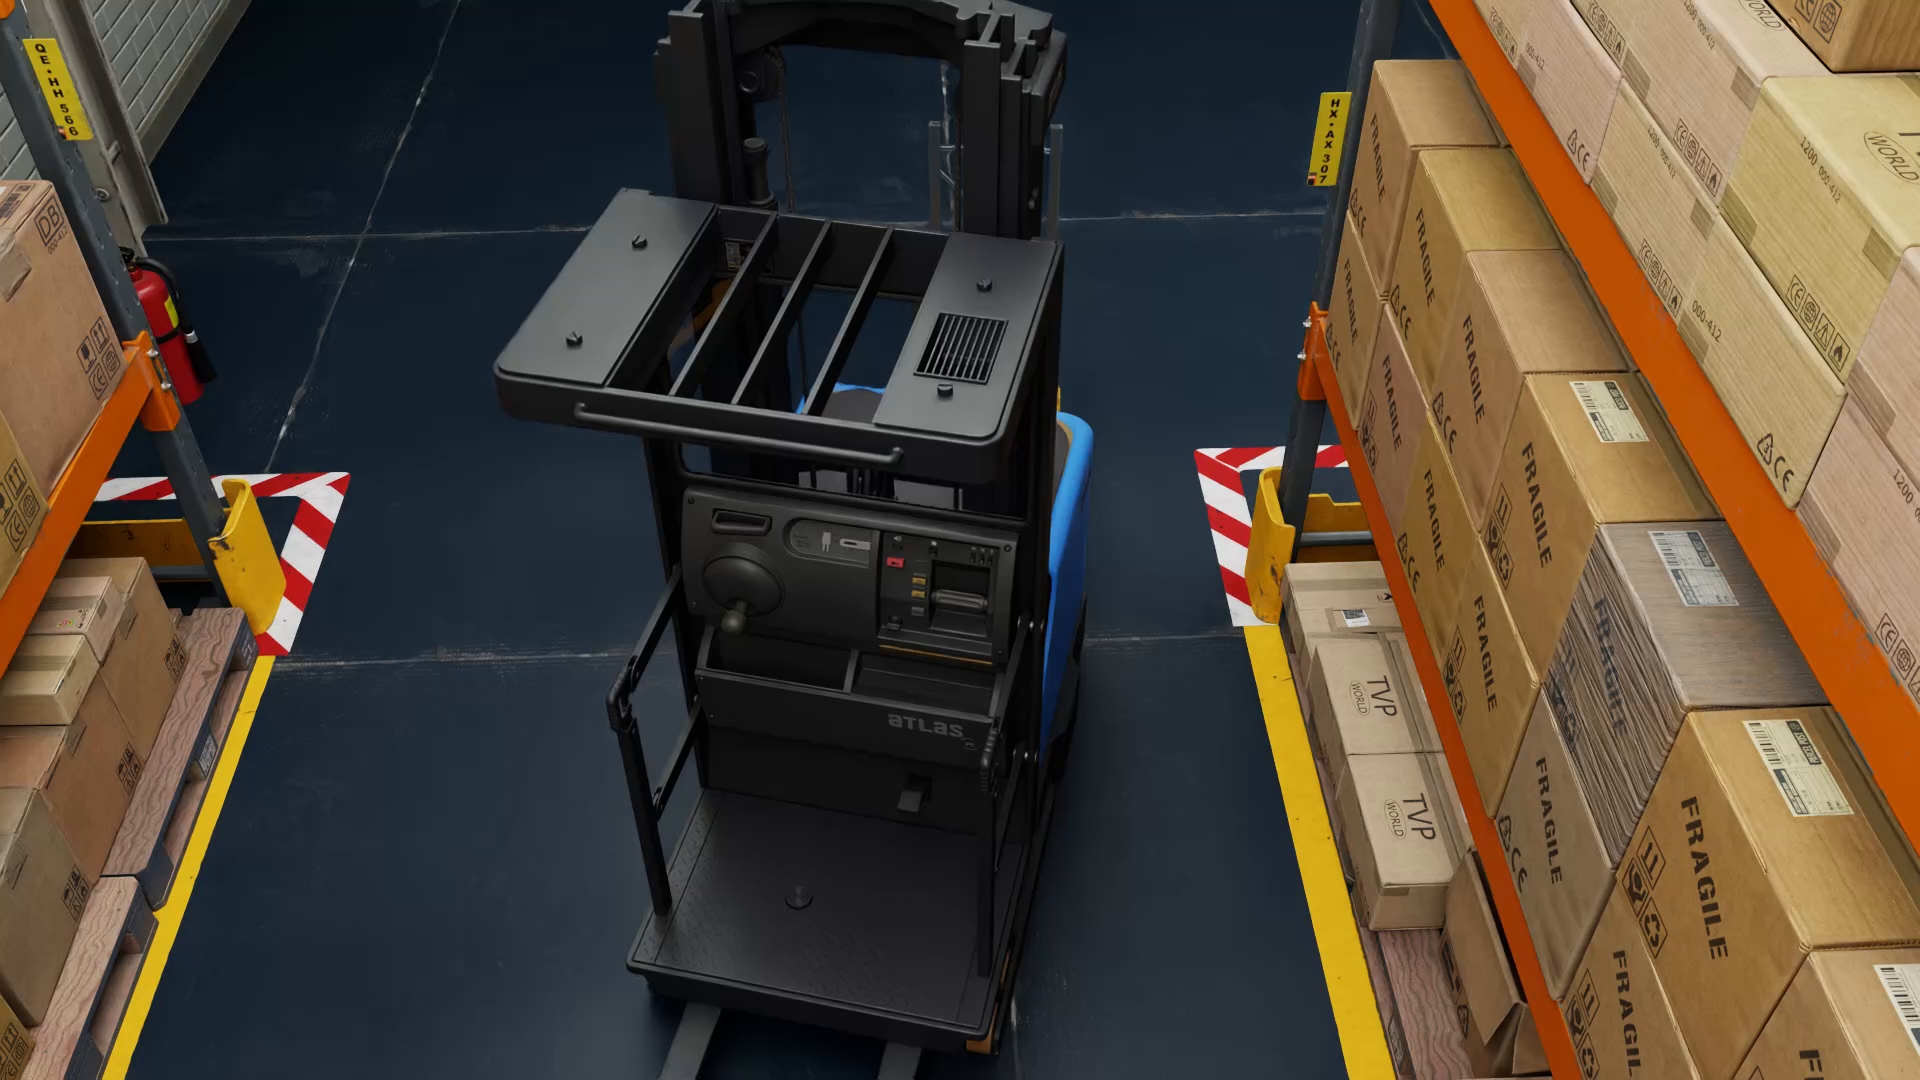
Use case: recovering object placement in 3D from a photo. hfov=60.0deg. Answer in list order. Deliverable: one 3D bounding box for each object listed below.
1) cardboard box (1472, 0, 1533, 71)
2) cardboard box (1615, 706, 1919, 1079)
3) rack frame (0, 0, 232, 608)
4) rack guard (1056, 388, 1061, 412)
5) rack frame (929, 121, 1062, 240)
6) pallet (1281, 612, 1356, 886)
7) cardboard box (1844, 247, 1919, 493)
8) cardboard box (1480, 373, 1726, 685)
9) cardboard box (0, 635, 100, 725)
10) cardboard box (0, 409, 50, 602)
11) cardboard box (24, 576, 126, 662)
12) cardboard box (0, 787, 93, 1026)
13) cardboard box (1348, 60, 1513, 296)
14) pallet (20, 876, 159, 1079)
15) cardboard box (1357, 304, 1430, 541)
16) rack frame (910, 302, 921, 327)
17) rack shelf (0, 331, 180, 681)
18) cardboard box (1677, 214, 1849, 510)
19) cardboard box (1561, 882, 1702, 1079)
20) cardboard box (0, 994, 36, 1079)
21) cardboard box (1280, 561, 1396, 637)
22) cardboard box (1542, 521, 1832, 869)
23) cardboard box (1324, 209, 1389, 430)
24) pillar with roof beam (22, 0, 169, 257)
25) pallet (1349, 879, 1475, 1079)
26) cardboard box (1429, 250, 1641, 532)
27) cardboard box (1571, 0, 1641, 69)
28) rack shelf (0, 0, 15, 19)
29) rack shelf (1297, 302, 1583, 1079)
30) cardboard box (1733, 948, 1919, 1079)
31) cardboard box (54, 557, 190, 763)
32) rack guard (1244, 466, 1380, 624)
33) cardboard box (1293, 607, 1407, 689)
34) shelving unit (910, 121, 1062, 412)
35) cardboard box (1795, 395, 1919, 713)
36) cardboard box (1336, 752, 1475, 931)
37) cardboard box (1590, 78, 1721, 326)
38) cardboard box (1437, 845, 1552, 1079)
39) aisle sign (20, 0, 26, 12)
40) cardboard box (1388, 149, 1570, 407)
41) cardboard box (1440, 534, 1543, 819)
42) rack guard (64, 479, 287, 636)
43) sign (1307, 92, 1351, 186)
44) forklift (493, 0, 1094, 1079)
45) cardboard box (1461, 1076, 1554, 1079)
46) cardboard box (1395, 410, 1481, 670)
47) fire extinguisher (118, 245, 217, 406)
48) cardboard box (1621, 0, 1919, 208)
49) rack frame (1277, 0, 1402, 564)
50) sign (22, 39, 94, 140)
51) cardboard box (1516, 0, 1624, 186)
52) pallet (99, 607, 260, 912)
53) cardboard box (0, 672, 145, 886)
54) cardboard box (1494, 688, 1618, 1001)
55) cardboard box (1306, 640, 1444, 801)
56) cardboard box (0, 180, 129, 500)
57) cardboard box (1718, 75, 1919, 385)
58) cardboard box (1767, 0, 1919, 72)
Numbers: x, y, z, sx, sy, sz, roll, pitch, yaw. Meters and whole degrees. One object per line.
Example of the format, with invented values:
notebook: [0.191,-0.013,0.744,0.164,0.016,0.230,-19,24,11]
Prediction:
cardboard box: [1.491,-1.324,3.865,0.500,0.250,0.500,-2,43,-2]
cardboard box: [1.580,0.650,3.007,0.500,0.500,0.500,-2,43,-3]
rack frame: [-3.234,-0.820,5.425,1.000,3.000,0.127,-2,43,-2]
rack guard: [0.133,-0.539,7.153,0.587,0.250,0.087,2,43,2]
rack frame: [0.133,-1.001,6.732,0.500,1.500,0.032,2,43,2]
pallet: [1.753,0.652,5.882,1.003,0.211,1.213,-2,43,-2]
cardboard box: [1.575,-0.158,2.223,0.500,0.250,0.500,-2,43,-2]
cardboard box: [1.539,-0.030,3.749,0.500,0.500,0.500,-2,43,-2]
cardboard box: [-2.906,0.431,5.119,0.380,0.149,0.250,-1,43,-1]
cardboard box: [-3.161,-0.096,4.413,0.980,0.700,0.700,-2,43,-2]
cardboard box: [-2.917,0.258,5.307,0.380,0.149,0.250,-2,43,-2]
cardboard box: [-3.061,1.093,4.877,0.700,0.500,0.500,-3,43,-3]
cardboard box: [1.470,-1.063,4.876,0.500,0.500,0.500,0,43,0]
pallet: [-3.073,1.567,4.885,1.003,0.211,1.213,-2,43,-2]
cardboard box: [1.497,-0.347,4.834,0.500,0.500,0.500,-2,43,-2]
rack frame: [0.084,-0.315,5.984,0.500,1.500,0.032,2,43,2]
rack shelf: [-3.149,0.795,4.195,1.077,0.370,4.000,-2,43,-2]
cardboard box: [1.558,-0.311,2.761,0.500,0.250,0.500,-2,43,-2]
cardboard box: [1.584,1.020,3.343,0.500,0.500,0.500,-1,43,-1]
cardboard box: [-3.031,1.453,4.484,0.700,0.500,0.500,-1,43,-1]
cardboard box: [1.389,0.216,6.079,0.380,0.149,0.250,-2,43,-2]
cardboard box: [1.559,0.310,3.378,0.500,0.500,0.500,-1,43,-1]
cardboard box: [1.470,-0.695,5.214,0.500,0.500,0.500,-1,43,-1]
pillar with roof beam: [0.088,-4.953,5.494,9.100,9.000,0.400,-2,43,-2]
pallet: [1.802,1.474,4.986,1.003,0.211,1.213,-2,43,-2]
cardboard box: [1.516,-0.373,4.123,0.500,0.500,0.500,-1,43,-1]
cardboard box: [1.518,-1.171,3.328,0.500,0.250,0.500,-2,43,-2]
rack shelf: [-3.149,-0.311,3.182,1.077,0.370,4.000,-2,43,-2]
rack shelf: [1.800,0.650,4.353,1.077,0.370,4.000,-2,43,-2]
cardboard box: [1.605,0.996,2.630,0.500,0.500,0.500,-1,43,-2]
cardboard box: [-3.105,0.416,5.616,0.700,0.500,0.500,-2,43,-2]
rack guard: [1.718,0.008,6.372,1.175,0.500,0.348,-2,43,-2]
cardboard box: [1.400,0.378,5.888,0.380,0.166,0.250,-2,43,-2]
shelving unit: [0.109,-0.664,6.364,0.587,1.500,1.083,2,43,2]
cardboard box: [1.588,0.026,2.393,0.500,0.250,0.500,-2,43,-2]
cardboard box: [1.497,0.937,5.218,0.500,0.250,0.500,-2,43,-2]
cardboard box: [1.541,-0.649,3.129,0.500,0.250,0.500,-2,43,-2]
cardboard box: [1.800,1.225,4.715,0.797,0.503,0.637,-2,43,-2]
aisle sign: [-2.938,-1.836,4.609,0.394,0.787,0.004,-2,43,-2]
cardboard box: [1.500,-0.711,4.492,0.500,0.500,0.500,-1,43,-1]
cardboard box: [1.535,0.330,4.096,0.500,0.500,0.500,-1,43,-1]
rack guard: [-3.235,0.085,6.288,1.175,0.500,0.348,-2,43,-2]
sign: [1.173,-1.269,5.273,0.100,0.325,0.005,-2,43,-2]
forklift: [-0.353,0.191,4.373,1.130,2.935,3.031,9,43,9]
cardboard box: [1.545,1.681,4.360,0.500,0.311,0.500,-2,43,-2]
cardboard box: [1.516,-0.008,4.465,0.500,0.500,0.500,-2,43,-2]
fire extinguisher: [-2.780,-0.770,5.703,0.296,0.674,0.183,-2,43,-2]
cardboard box: [1.535,-0.833,2.960,0.500,0.250,0.500,-2,43,-2]
rack frame: [1.715,-0.965,5.583,1.000,3.000,0.127,-2,43,-2]
sign: [-2.692,-1.341,4.961,0.100,0.325,0.005,-2,43,-2]
cardboard box: [1.514,-0.986,3.497,0.500,0.250,0.500,-2,43,-2]
pallet: [-3.122,0.745,5.781,1.003,0.211,1.213,-2,43,-2]
cardboard box: [-3.083,0.754,5.247,0.700,0.500,0.500,-2,43,-2]
cardboard box: [1.560,0.674,3.721,0.500,0.500,0.500,-1,43,-1]
cardboard box: [1.476,0.599,5.586,0.500,0.250,0.500,-2,43,-2]
cardboard box: [-3.203,-0.587,4.949,0.980,0.700,0.700,0,43,0]
cardboard box: [1.556,-0.495,2.592,0.500,0.250,0.500,-2,43,-2]
cardboard box: [1.746,-1.115,2.713,0.700,0.500,0.500,-2,43,-2]
